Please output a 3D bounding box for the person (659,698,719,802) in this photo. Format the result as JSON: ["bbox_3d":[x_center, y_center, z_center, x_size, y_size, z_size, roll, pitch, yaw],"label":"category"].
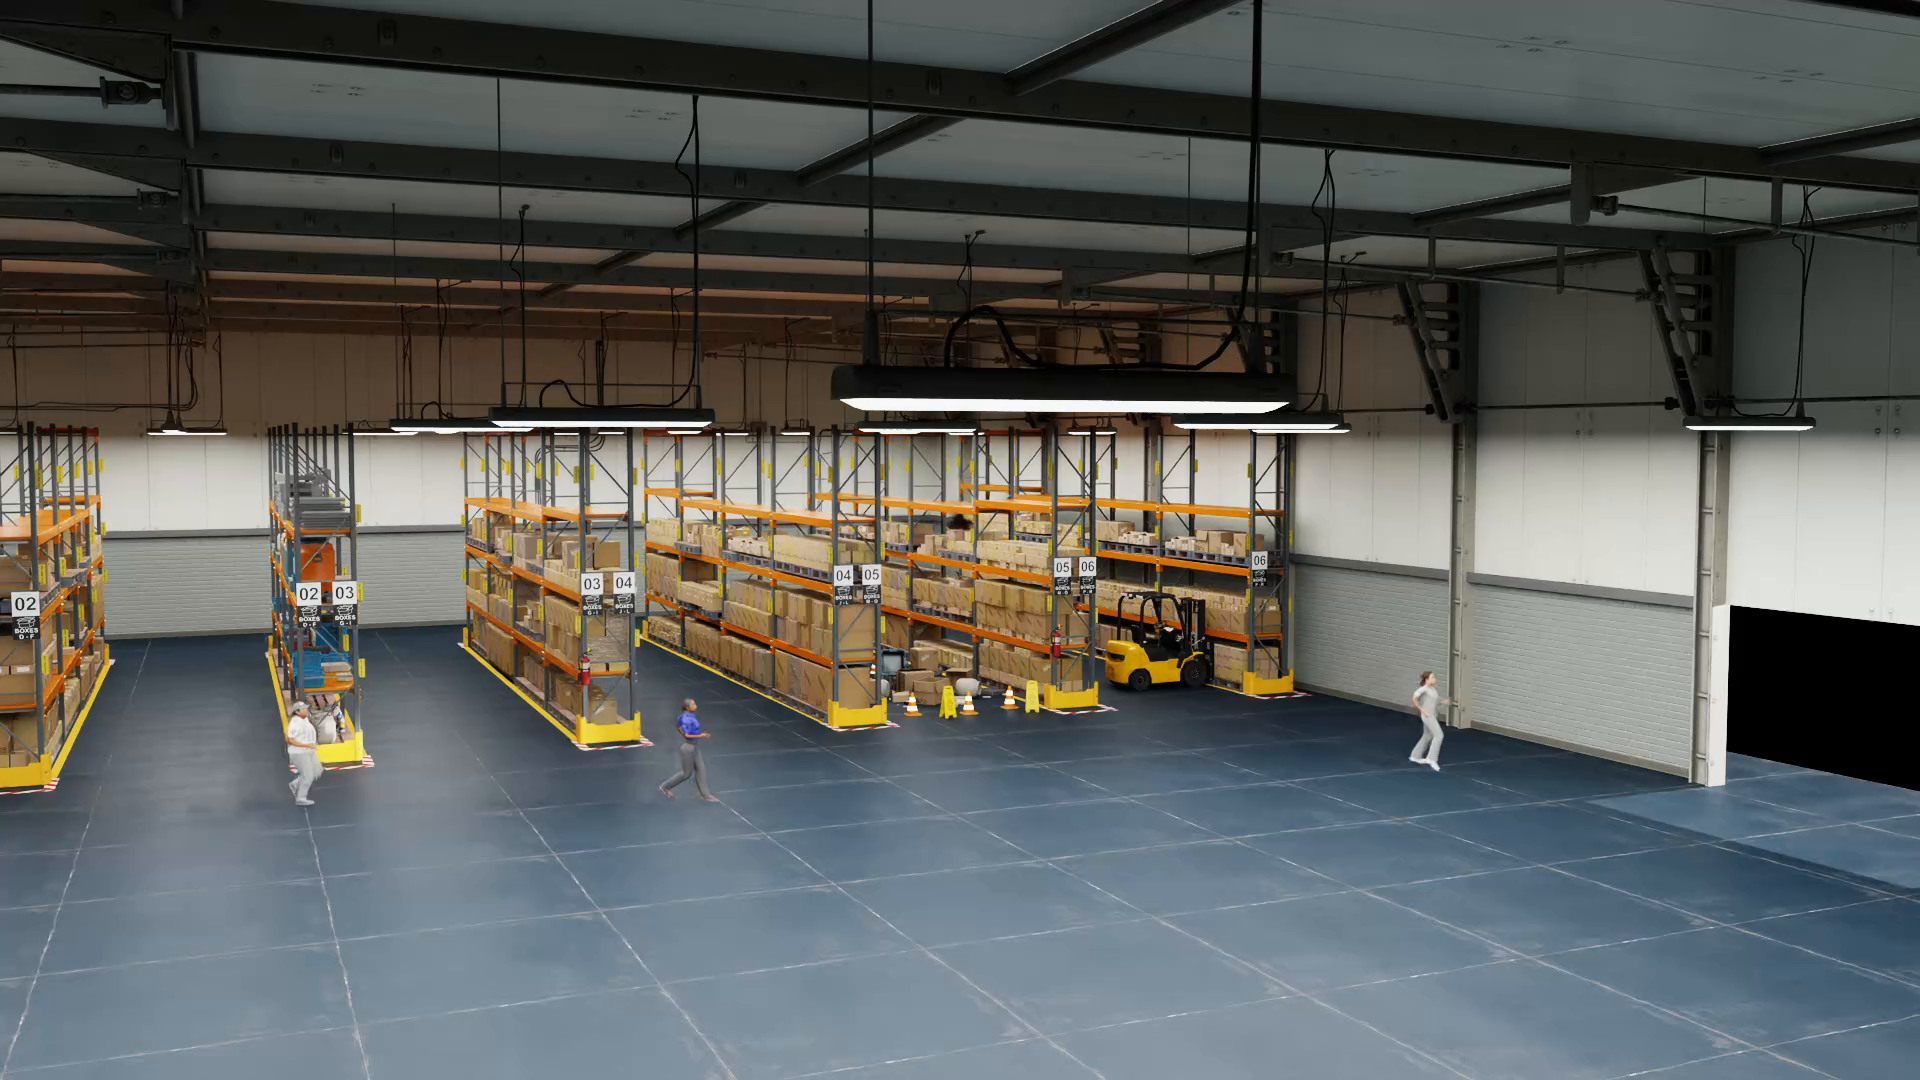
[{"bbox_3d":[-4.236,3.292,25.984,0.923,1.657,0.579,0,3,-1],"label":"person"}]

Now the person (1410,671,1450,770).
[{"bbox_3d":[8.144,3.127,28.857,0.691,1.715,0.544,2,4,32],"label":"person"}]

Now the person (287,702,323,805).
[{"bbox_3d":[-10.247,3.325,25.958,0.557,1.618,0.602,0,3,2],"label":"person"}]

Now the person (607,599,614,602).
[{"bbox_3d":[-9.743,2.053,46.100,0.729,1.715,0.578,-2,4,-27],"label":"person"}]
